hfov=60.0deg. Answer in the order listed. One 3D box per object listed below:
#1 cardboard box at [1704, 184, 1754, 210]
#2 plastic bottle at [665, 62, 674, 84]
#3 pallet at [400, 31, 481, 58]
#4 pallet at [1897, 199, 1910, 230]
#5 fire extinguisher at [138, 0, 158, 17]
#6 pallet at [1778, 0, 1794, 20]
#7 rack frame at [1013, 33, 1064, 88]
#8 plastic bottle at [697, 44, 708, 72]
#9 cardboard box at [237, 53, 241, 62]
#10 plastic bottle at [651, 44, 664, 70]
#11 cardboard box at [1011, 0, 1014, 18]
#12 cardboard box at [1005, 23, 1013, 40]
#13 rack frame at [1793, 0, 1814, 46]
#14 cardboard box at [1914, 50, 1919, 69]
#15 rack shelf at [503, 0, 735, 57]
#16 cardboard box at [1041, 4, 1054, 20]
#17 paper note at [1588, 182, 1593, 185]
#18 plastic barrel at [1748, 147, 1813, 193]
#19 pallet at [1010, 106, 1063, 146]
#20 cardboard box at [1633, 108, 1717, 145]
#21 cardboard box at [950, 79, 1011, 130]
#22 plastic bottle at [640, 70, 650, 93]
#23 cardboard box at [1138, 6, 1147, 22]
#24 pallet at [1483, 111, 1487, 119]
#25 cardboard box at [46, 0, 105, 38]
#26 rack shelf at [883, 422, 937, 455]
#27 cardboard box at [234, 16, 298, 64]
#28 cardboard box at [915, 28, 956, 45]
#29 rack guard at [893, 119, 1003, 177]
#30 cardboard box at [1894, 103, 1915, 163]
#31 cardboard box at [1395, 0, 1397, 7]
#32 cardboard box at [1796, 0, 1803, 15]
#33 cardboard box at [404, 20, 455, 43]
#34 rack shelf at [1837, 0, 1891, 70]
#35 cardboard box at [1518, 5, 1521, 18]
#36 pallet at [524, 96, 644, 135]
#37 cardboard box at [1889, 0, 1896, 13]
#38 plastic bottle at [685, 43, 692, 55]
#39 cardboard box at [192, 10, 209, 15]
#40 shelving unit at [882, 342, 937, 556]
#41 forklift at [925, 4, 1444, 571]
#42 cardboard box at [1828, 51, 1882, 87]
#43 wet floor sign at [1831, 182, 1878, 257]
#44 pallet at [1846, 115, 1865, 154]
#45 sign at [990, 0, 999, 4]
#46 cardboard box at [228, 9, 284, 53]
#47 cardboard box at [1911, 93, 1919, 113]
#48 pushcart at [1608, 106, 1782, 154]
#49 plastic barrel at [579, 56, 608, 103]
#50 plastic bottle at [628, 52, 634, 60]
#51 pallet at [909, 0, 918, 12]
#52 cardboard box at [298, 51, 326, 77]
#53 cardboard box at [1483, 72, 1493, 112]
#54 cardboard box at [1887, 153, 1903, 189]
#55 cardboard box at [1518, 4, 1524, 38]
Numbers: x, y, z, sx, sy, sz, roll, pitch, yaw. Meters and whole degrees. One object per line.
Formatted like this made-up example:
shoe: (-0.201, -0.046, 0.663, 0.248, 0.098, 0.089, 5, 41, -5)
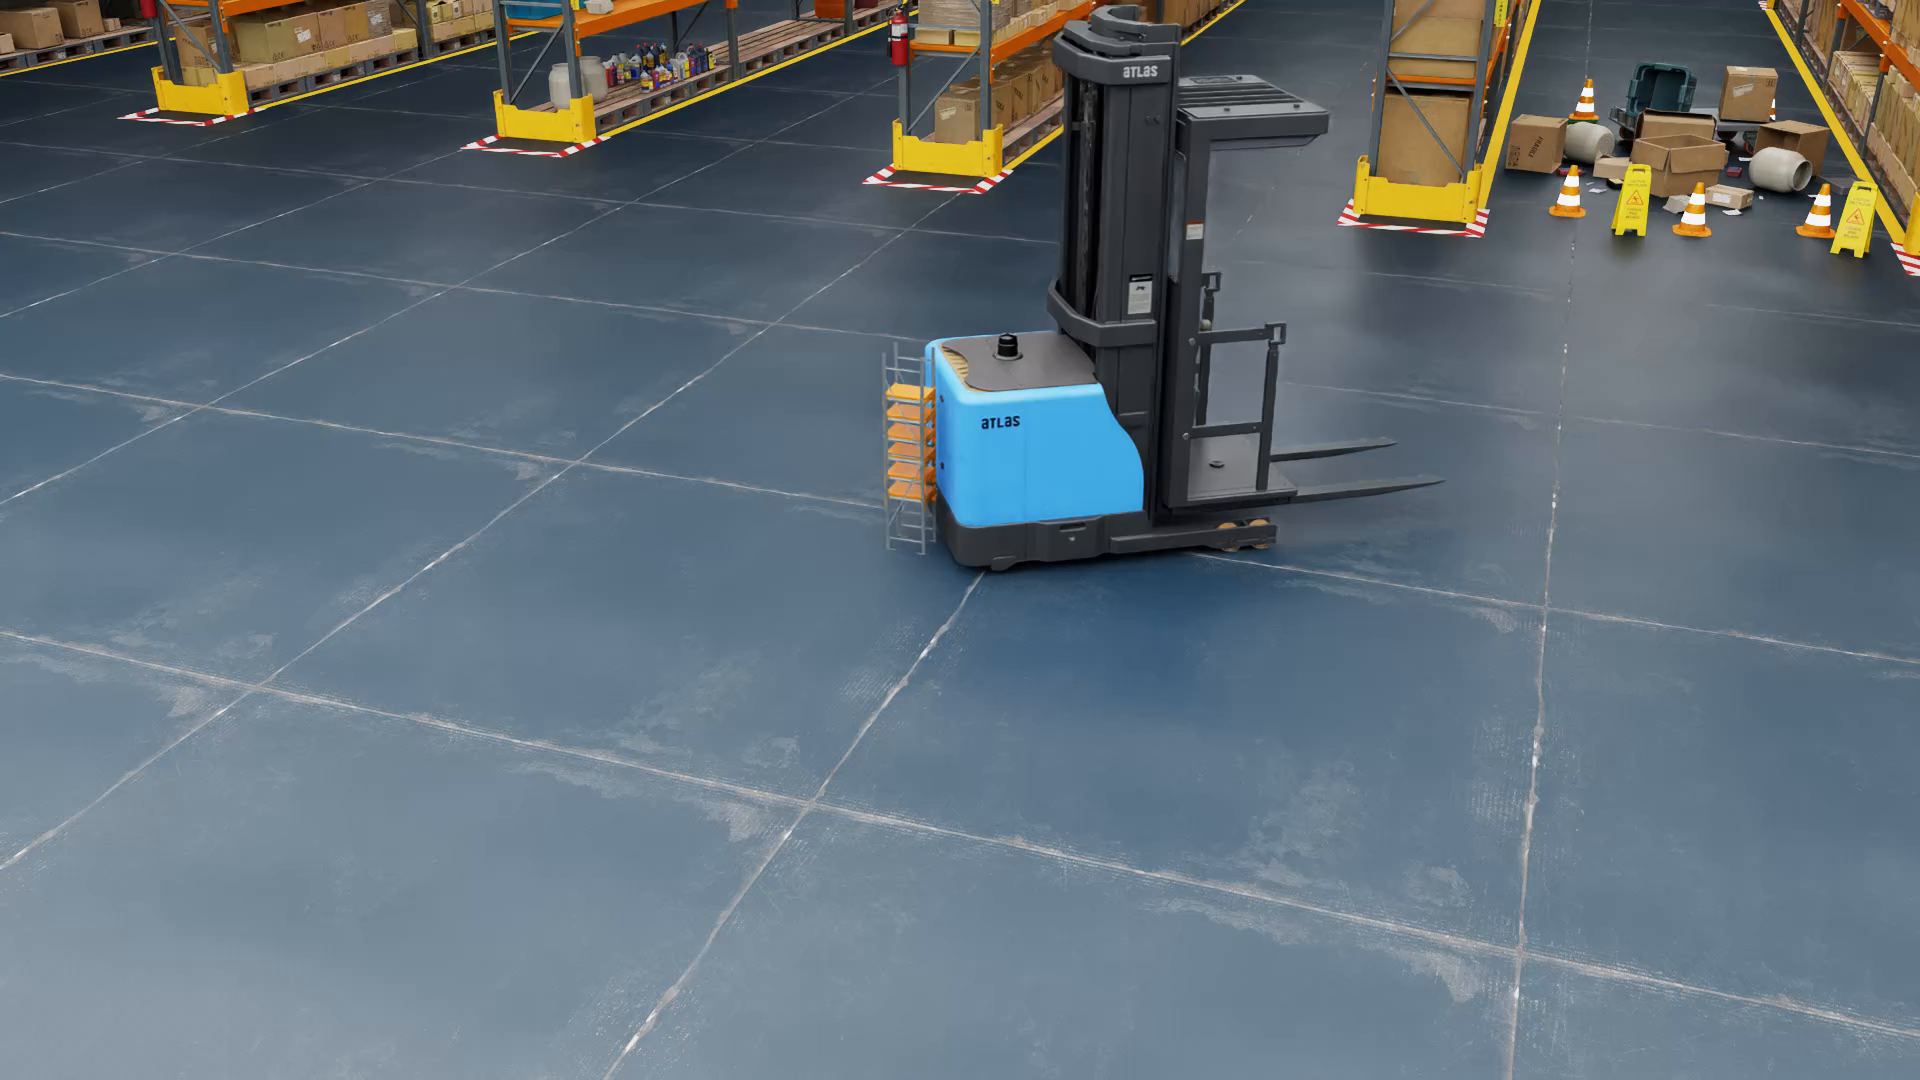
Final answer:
cardboard box: (7.717, -3.444, 16.693, 0.250, 0.149, 0.380, -20, 33, -36)
plastic bottle: (-3.718, -5.987, 21.299, 0.097, 0.271, 0.097, 0, 26, 0)
pallet: (-7.961, -7.469, 24.933, 1.003, 0.211, 1.213, 9, 27, 17)
pallet: (9.514, -3.001, 15.706, 1.003, 0.211, 1.213, 9, 27, 17)
fire extinguisher: (-9.978, -6.755, 20.349, 0.296, 0.674, 0.183, 9, 27, 17)
pallet: (14.318, -8.876, 27.841, 1.003, 0.211, 1.213, 9, 27, 17)
rack frame: (1.171, -6.977, 20.718, 1.000, 3.000, 0.127, 9, 27, 17)
plastic bottle: (-3.442, -6.395, 22.050, 0.144, 0.351, 0.185, 8, 27, 16)
cardboard box: (-9.445, -6.193, 21.773, 0.500, 0.250, 0.500, 9, 27, 17)
plastic bottle: (-4.023, -6.409, 22.079, 0.144, 0.351, 0.185, 9, 27, 17)
cardboard box: (0.102, -5.957, 18.155, 0.875, 0.500, 0.500, 9, 27, 17)
cardboard box: (0.359, -5.503, 17.963, 0.380, 0.149, 0.250, 9, 27, 17)
rack frame: (13.179, -8.828, 24.540, 1.000, 3.000, 0.127, 9, 27, 17)
cardboard box: (9.617, -4.712, 16.328, 0.380, 0.149, 0.250, 9, 27, 17)
rack shelf: (-4.165, -6.550, 20.661, 1.077, 0.370, 4.000, 9, 27, 17)
cardboard box: (0.864, -6.119, 19.234, 0.380, 0.149, 0.250, 9, 27, 17)
paper note: (6.624, -3.749, 17.481, 0.123, 0.001, 0.032, -20, 33, -36)
plastic barrel: (8.445, -3.805, 17.123, 0.421, 0.421, 0.512, -14, 29, -27)
pallet: (0.577, -4.938, 19.706, 1.003, 0.211, 1.213, 9, 27, 17)
cardboard box: (7.686, -4.308, 17.915, 0.797, 0.637, 0.503, 9, 27, 17)
cardboard box: (0.230, -4.902, 18.819, 0.500, 0.500, 0.500, 17, 30, 31)
plastic bottle: (-3.933, -5.721, 20.751, 0.097, 0.271, 0.097, 0, 26, 0)
cardboard box: (2.298, -7.416, 23.987, 0.700, 0.500, 0.500, 7, 27, 15)
pallet: (6.001, -5.289, 20.432, 1.003, 0.211, 1.213, 9, 27, 17)
cardboard box: (-13.149, -7.773, 24.725, 0.500, 0.500, 0.500, 7, 27, 14)
rack shelf: (-0.283, -0.574, 9.384, 0.258, 0.103, 0.180, 9, 27, 17)
cardboard box: (-8.947, -6.454, 21.451, 0.500, 0.500, 0.500, 9, 27, 17)
cardboard box: (-0.260, -5.367, 17.682, 0.380, 0.149, 0.250, 9, 27, 17)
rack guard: (-0.134, -4.239, 17.932, 1.175, 0.500, 0.348, 9, 27, 17)
cardboard box: (9.551, -3.974, 16.328, 0.500, 0.500, 0.500, 8, 27, 16)
cardboard box: (4.740, -5.512, 16.282, 0.875, 0.550, 0.550, 9, 27, 17)
cardboard box: (13.786, -8.474, 26.268, 0.875, 0.438, 0.875, 8, 27, 16)
cardboard box: (-7.801, -7.496, 24.464, 0.500, 0.250, 0.500, 8, 27, 16)
rack shelf: (11.182, -6.038, 19.604, 1.077, 0.370, 4.000, 9, 27, 17)
cardboard box: (7.604, -7.510, 23.344, 0.500, 0.250, 0.500, 8, 27, 15)
pallet: (-4.574, -5.168, 20.181, 1.003, 0.211, 1.213, 9, 27, 17)
cardboard box: (10.427, -5.867, 18.233, 0.380, 0.149, 0.250, 9, 27, 18)
plastic bottle: (-3.578, -6.416, 22.093, 0.144, 0.351, 0.185, 9, 27, 17)
cardboard box: (-12.488, -8.729, 26.701, 0.700, 0.500, 0.500, 8, 27, 16)
shelving unit: (-0.283, -0.506, 9.417, 0.258, 1.200, 0.189, 9, 27, 17)
forklift: (1.355, -1.467, 9.417, 3.031, 2.935, 1.130, -6, 26, -12)
cardboard box: (11.650, -5.959, 21.150, 0.950, 0.372, 0.625, 7, 27, 14)
wet floor sign: (8.113, -2.914, 15.027, 0.267, 0.644, 0.232, 20, 32, 35)
pallet: (10.774, -4.605, 19.019, 1.003, 0.211, 1.213, 9, 27, 17)
sign: (0.352, -5.644, 16.972, 0.100, 0.325, 0.005, 9, 27, 17)
cardboard box: (-9.283, -6.737, 22.035, 0.500, 0.500, 0.500, 9, 27, 17)
cardboard box: (9.441, -4.216, 16.083, 0.380, 0.149, 0.250, 10, 28, 20)
pushcart: (8.350, -4.670, 18.962, 1.648, 0.377, 0.936, 0, 26, -1)
plastic barrel: (-4.517, -5.608, 20.264, 0.421, 0.512, 0.421, 0, 26, 0)
plastic bottle: (-4.316, -6.260, 21.849, 0.061, 0.283, 0.133, 10, 28, 20)
pallet: (-1.133, -9.417, 28.957, 1.003, 0.211, 1.213, 9, 27, 17)
cardboard box: (-8.782, -6.322, 22.039, 0.500, 0.250, 0.500, 9, 27, 17)
cardboard box: (5.937, -5.661, 20.099, 1.050, 0.750, 0.750, 9, 27, 17)
cardboard box: (9.549, -3.646, 16.512, 0.500, 0.250, 0.500, 8, 27, 16)
cardboard box: (8.123, -7.806, 24.817, 0.500, 0.500, 0.500, 8, 27, 16)
